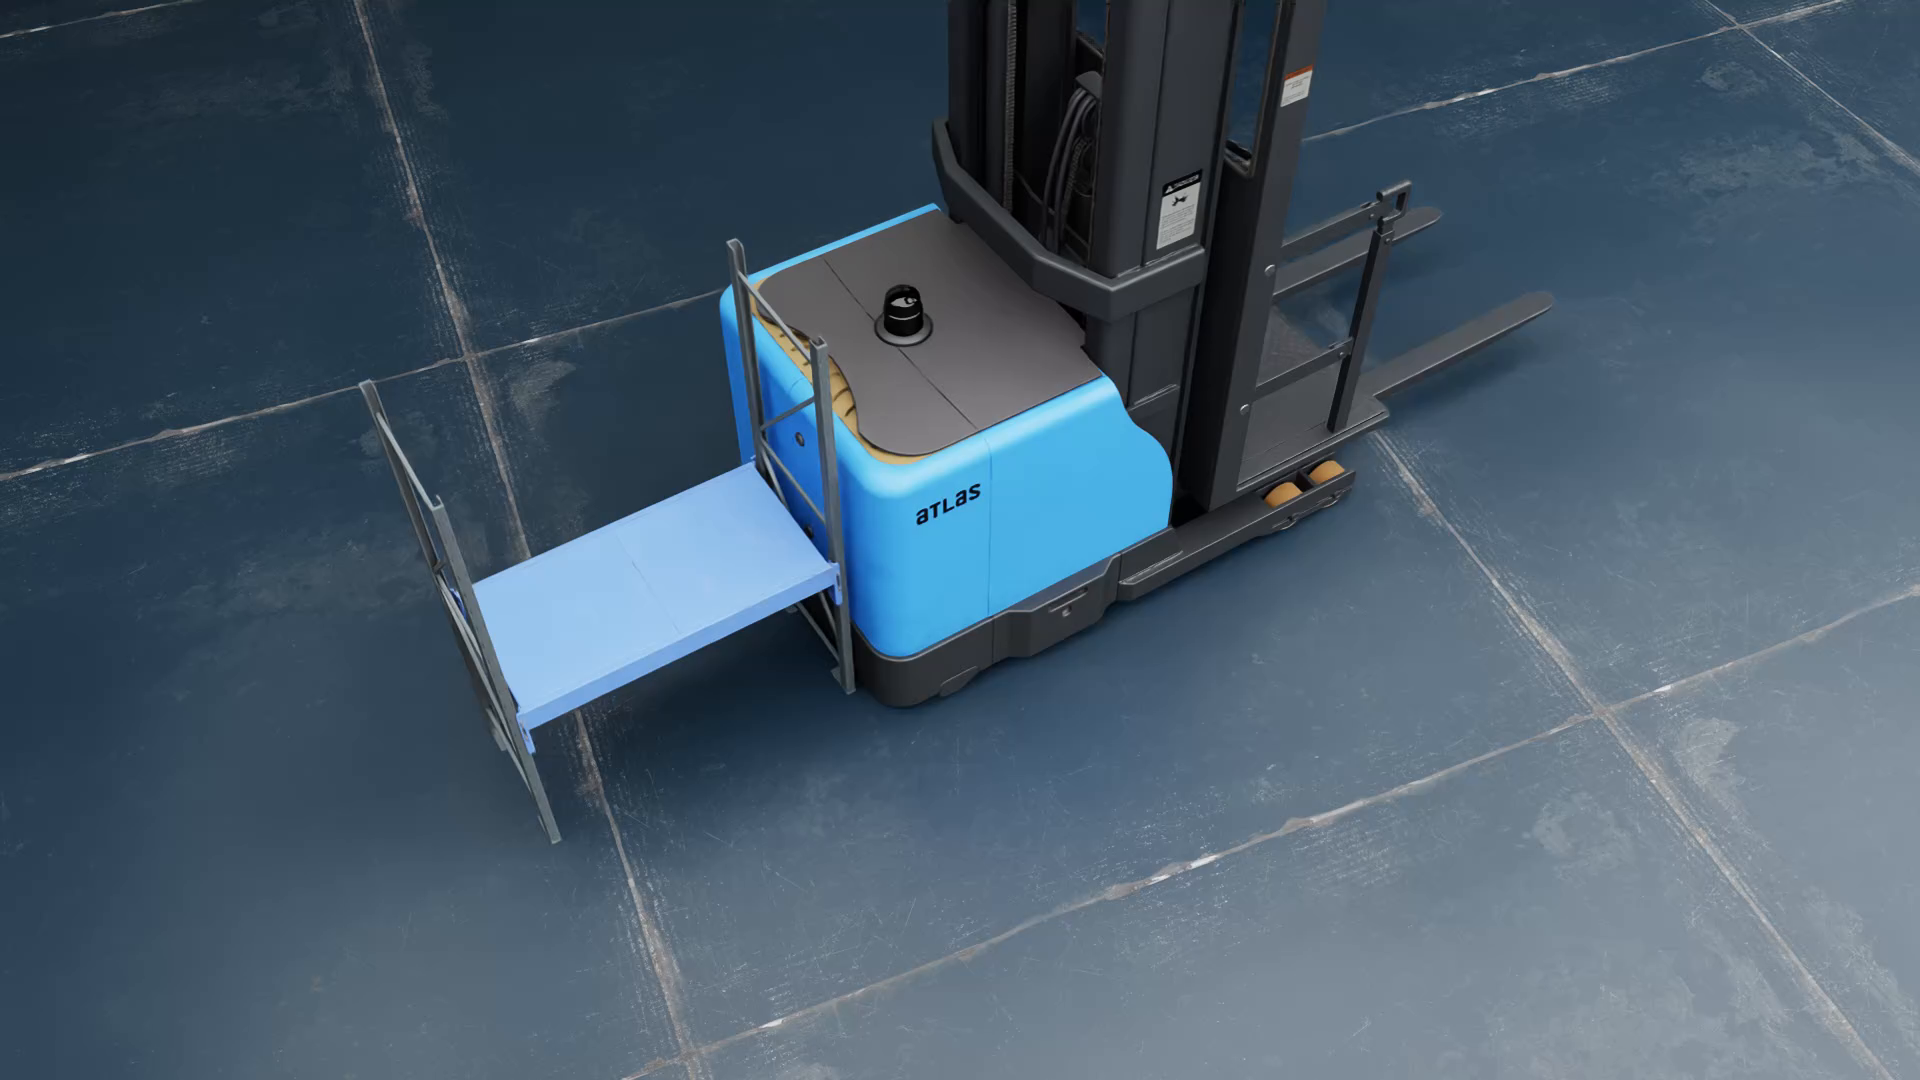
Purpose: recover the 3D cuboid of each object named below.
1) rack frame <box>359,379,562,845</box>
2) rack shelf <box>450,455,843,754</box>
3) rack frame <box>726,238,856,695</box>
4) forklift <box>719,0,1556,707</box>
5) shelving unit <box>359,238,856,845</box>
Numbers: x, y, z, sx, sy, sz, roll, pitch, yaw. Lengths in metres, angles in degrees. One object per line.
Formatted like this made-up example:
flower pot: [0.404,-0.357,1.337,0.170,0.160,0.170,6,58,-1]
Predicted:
rack frame: [-1.339,0.256,4.541,0.032,1.500,0.500,-26,54,-20]
rack shelf: [-0.910,0.167,4.855,1.000,0.185,0.538,-26,54,-20]
rack frame: [-0.481,-0.158,4.897,0.032,1.500,0.500,-26,54,-20]
forklift: [0.779,-1.306,4.940,3.031,2.935,1.130,-26,54,-20]
shelving unit: [-0.910,0.049,4.719,1.048,1.500,0.538,-26,54,-20]
